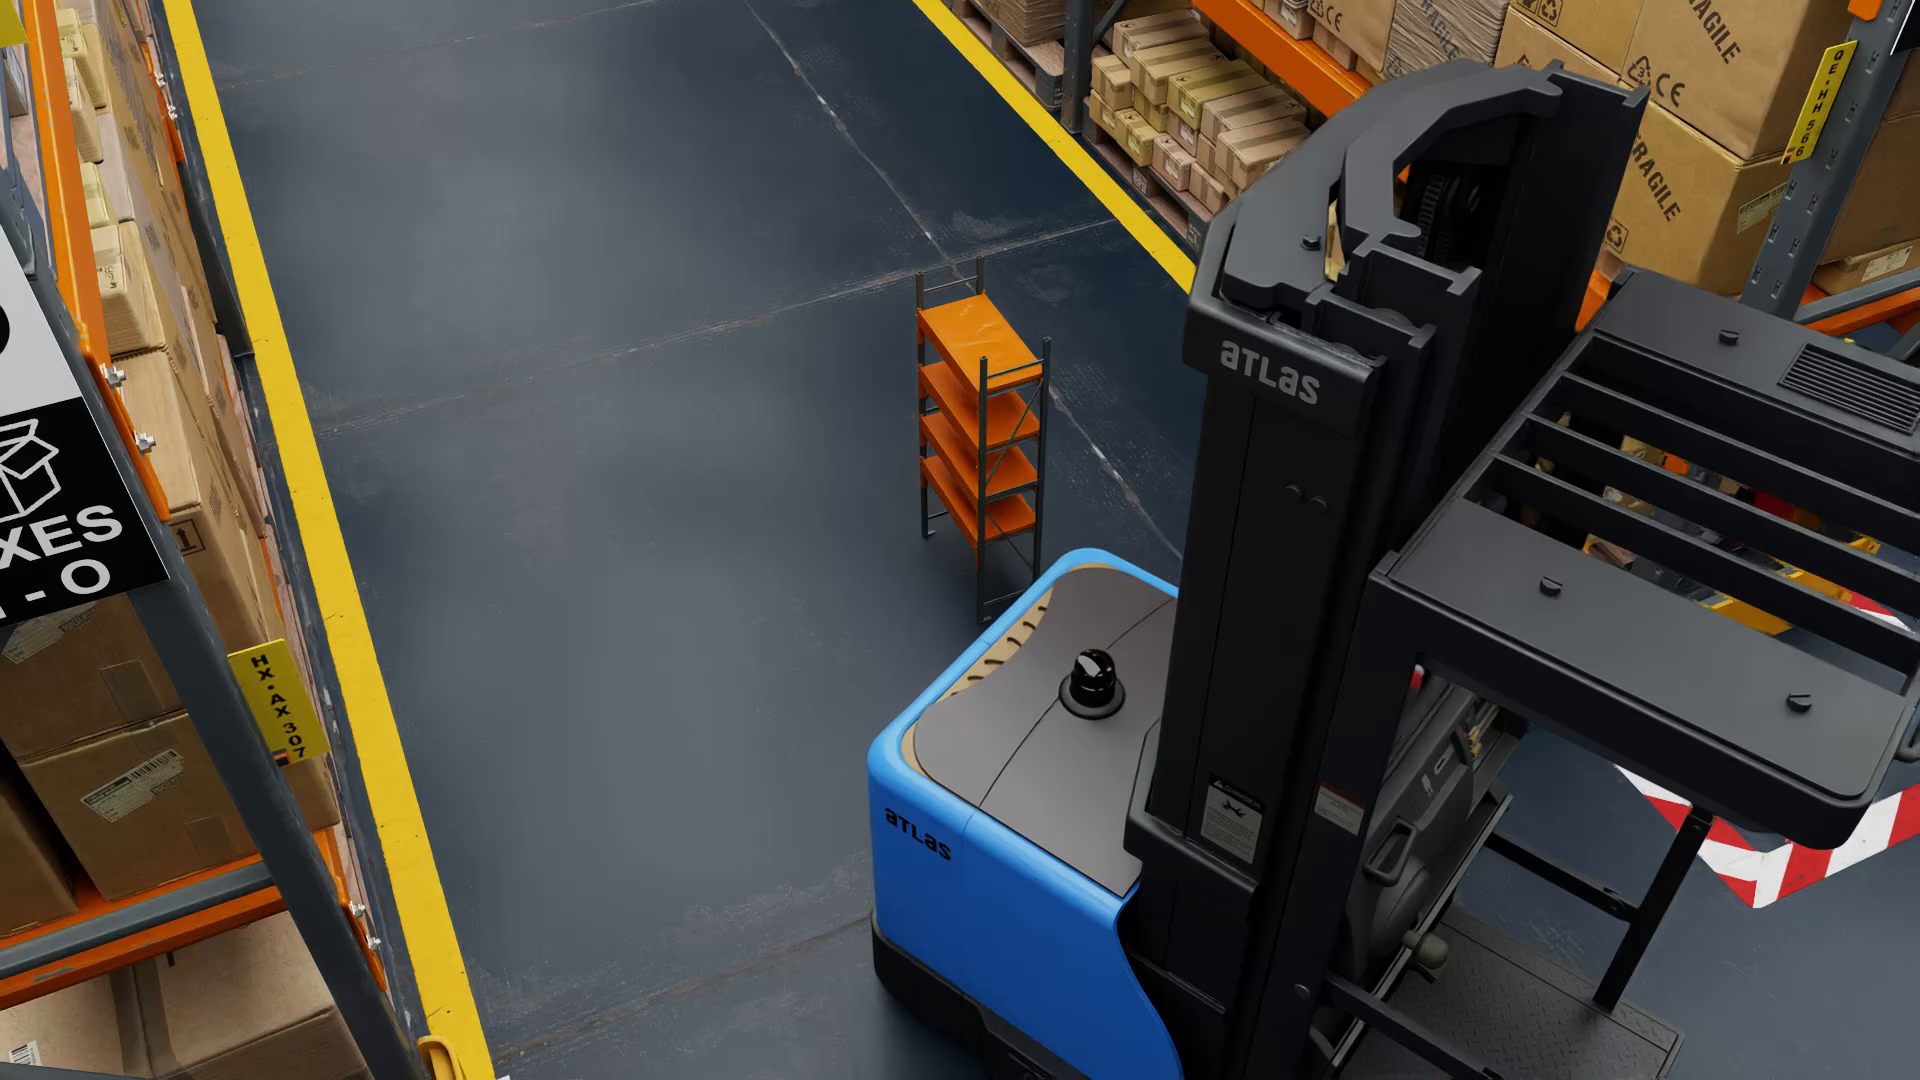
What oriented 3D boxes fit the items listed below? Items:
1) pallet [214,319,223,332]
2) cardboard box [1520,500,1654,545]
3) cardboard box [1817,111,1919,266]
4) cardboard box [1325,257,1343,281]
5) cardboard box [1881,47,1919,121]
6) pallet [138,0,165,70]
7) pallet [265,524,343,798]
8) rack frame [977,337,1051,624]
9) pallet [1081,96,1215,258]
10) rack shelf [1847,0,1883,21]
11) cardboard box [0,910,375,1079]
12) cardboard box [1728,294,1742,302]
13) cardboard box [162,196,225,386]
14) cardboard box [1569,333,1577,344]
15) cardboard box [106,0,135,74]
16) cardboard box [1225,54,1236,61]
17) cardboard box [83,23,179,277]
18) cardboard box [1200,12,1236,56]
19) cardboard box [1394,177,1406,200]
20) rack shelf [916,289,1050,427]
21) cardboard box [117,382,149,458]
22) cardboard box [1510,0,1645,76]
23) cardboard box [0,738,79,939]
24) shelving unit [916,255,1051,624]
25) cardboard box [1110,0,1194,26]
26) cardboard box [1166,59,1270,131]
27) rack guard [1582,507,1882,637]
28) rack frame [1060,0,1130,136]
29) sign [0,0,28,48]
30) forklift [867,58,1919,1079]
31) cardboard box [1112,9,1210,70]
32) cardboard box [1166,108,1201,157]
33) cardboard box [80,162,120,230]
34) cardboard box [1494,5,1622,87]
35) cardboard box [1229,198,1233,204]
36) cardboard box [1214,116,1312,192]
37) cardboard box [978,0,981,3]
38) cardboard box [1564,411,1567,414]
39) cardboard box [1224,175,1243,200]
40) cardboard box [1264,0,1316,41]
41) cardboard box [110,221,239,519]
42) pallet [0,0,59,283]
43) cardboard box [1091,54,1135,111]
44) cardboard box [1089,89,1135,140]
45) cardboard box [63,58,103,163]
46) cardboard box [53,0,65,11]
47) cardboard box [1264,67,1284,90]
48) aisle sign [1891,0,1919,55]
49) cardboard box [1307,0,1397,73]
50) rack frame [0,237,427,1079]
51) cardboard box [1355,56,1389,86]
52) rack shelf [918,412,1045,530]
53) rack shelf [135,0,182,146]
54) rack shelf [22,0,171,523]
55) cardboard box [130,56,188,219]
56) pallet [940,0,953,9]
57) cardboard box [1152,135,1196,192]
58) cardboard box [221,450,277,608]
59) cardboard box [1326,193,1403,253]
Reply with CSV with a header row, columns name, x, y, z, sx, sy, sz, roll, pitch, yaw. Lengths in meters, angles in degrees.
name,x,y,z,sx,sy,sz,roll,pitch,yaw
pallet,-3.858,-1.219,7.335,1.003,0.211,1.213,-18,47,-17
cardboard box,2.255,-0.128,5.975,0.380,0.149,0.250,-17,47,-17
cardboard box,2.728,-1.229,5.076,0.500,0.500,0.500,-16,47,-16
cardboard box,1.644,-1.038,6.685,0.380,0.149,0.250,-16,47,-15
cardboard box,2.718,-1.581,4.722,0.500,0.500,0.500,-18,47,-18
pallet,-4.884,-2.774,8.911,1.003,0.211,1.213,-18,47,-17
pallet,-2.699,0.537,5.556,1.003,0.211,1.213,-18,47,-17
rack frame,0.172,-0.166,5.564,0.240,1.200,0.015,-18,47,-17
pallet,1.298,-1.858,7.983,1.003,0.211,1.213,-18,47,-17
rack shelf,1.825,-2.806,5.334,1.077,0.370,4.000,-18,47,-17
cardboard box,-2.151,1.178,4.445,0.875,0.438,0.875,-20,48,-19
cardboard box,2.272,-0.754,5.058,0.380,0.149,0.250,-18,47,-17
cardboard box,-2.386,-0.577,4.628,0.500,0.500,0.500,-17,47,-16
cardboard box,2.431,-0.691,6.333,0.380,0.149,0.250,-17,47,-17
cardboard box,-2.810,-1.589,4.941,0.500,0.500,0.500,-19,48,-18
cardboard box,1.405,-2.402,8.068,0.380,0.149,0.250,-17,47,-17
cardboard box,-2.384,-0.945,4.289,0.500,0.500,0.500,-18,47,-17
cardboard box,1.370,-2.465,7.920,0.380,0.149,0.250,-17,47,-16
cardboard box,1.990,-1.465,6.906,0.380,0.149,0.250,-18,47,-17
rack shelf,0.070,-0.601,5.446,0.258,0.148,0.480,-18,47,-17
cardboard box,-1.681,-0.124,2.995,0.380,0.149,0.250,-17,47,-17
cardboard box,2.035,-1.758,4.901,0.500,0.500,0.500,-20,48,-19
cardboard box,-2.226,0.542,3.494,0.500,0.500,0.500,-18,47,-17
shelving unit,0.070,-0.322,5.722,0.258,1.200,0.503,-18,47,-17
cardboard box,0.914,-3.077,8.714,0.500,0.500,0.500,-16,47,-16
cardboard box,1.154,-1.994,7.443,0.380,0.149,0.250,-19,48,-18
rack guard,2.634,0.122,5.770,1.175,0.500,0.348,-18,47,-17
rack frame,0.984,-3.268,7.427,1.000,3.000,0.127,-18,47,-17
sign,-1.277,-0.760,2.071,0.100,0.325,0.005,-18,47,-17
forklift,1.224,0.618,3.537,3.031,2.935,1.130,28,51,26
cardboard box,0.941,-2.334,7.787,0.380,0.149,0.250,-16,47,-16
cardboard box,1.169,-1.904,7.563,0.380,0.149,0.250,-18,47,-18
cardboard box,-1.988,-0.631,3.509,0.380,0.149,0.250,-19,48,-19
cardboard box,2.031,-1.401,5.251,0.500,0.500,0.500,-19,48,-18
cardboard box,1.406,-1.455,7.320,0.380,0.149,0.250,-20,48,-19
cardboard box,1.317,-1.649,7.092,0.380,0.149,0.250,-17,47,-17
cardboard box,0.229,-3.252,8.891,0.500,0.500,0.500,-19,48,-18
cardboard box,2.160,-0.505,5.934,0.380,0.149,0.250,-17,47,-17
cardboard box,1.374,-1.549,7.203,0.380,0.149,0.250,-16,47,-16
cardboard box,1.404,-2.077,6.398,0.380,0.149,0.250,-16,47,-16
cardboard box,-1.950,-0.302,3.637,0.500,0.500,0.500,-19,48,-18
pallet,-2.104,-0.699,2.750,1.003,0.211,1.213,-18,47,-17
cardboard box,0.846,-2.183,7.846,0.380,0.149,0.250,-16,47,-16
cardboard box,0.845,-2.076,7.949,0.380,0.149,0.250,-20,48,-19
cardboard box,-2.213,-0.955,3.837,0.380,0.149,0.250,-18,47,-17
cardboard box,-2.450,-1.277,4.163,0.380,0.149,0.250,-18,47,-17
cardboard box,1.624,-2.157,7.608,0.380,0.149,0.250,-18,48,-18
aisle sign,2.424,-1.510,3.793,0.394,0.787,0.004,-18,47,-17
cardboard box,1.609,-2.042,5.901,0.500,0.500,0.500,-16,47,-15
rack frame,-1.783,0.807,3.297,1.000,3.000,0.127,-18,47,-17
cardboard box,1.684,-1.765,6.082,0.380,0.149,0.250,-17,47,-17
rack shelf,0.070,-0.274,5.769,0.258,0.148,0.480,-18,47,-17
rack shelf,-4.306,-2.761,7.424,1.077,0.370,4.000,-18,47,-17
rack shelf,-2.624,-1.279,3.787,1.077,0.370,4.000,-18,47,-17
cardboard box,-2.817,-1.231,5.291,0.500,0.500,0.500,-19,48,-18
pallet,0.138,-3.550,9.698,1.003,0.211,1.213,-18,47,-17
cardboard box,1.109,-1.764,7.632,0.380,0.149,0.250,-18,47,-18
cardboard box,-1.962,0.066,3.976,0.500,0.500,0.500,-19,48,-18
cardboard box,1.575,-1.331,6.770,0.380,0.149,0.250,-18,47,-17
